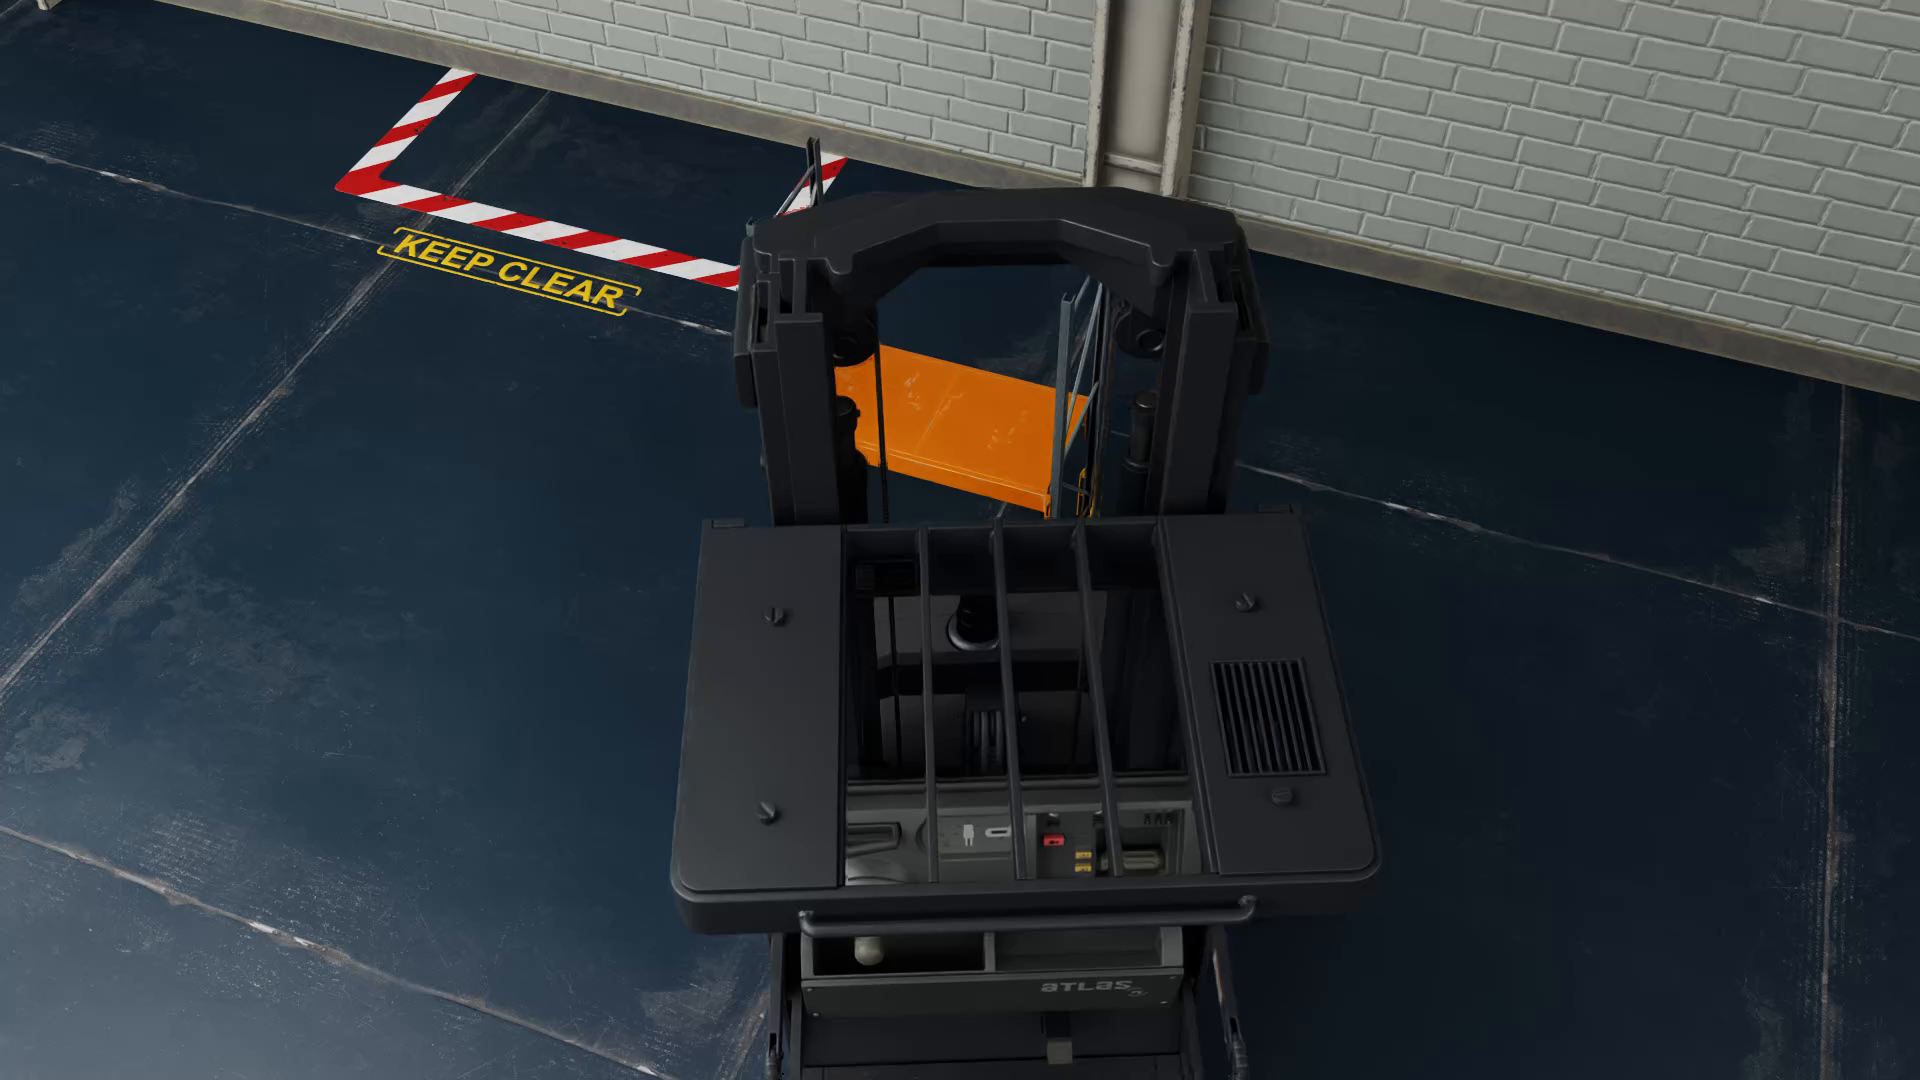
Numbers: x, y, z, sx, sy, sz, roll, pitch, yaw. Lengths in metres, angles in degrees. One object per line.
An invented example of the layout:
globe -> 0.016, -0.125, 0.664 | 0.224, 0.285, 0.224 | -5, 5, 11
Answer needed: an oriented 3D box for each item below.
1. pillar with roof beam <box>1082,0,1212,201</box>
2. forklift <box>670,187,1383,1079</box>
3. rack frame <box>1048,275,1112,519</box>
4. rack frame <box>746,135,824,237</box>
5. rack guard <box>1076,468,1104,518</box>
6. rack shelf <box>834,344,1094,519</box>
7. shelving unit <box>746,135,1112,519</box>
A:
pillar with roof beam -> -0.732, -1.236, 1.366 | 0.400, 9.000, 9.100 | 16, 51, 13
forklift -> 0.089, 0.850, 3.573 | 1.130, 2.935, 3.031 | -2, 49, -1
rack frame -> 0.397, -0.380, 5.587 | 0.032, 1.500, 0.500 | 16, 51, 13
rack frame -> -0.557, -0.647, 5.818 | 0.032, 1.500, 0.500 | 16, 51, 13
rack guard -> 0.396, 0.029, 6.060 | 0.087, 0.250, 0.587 | 16, 51, 13
rack shelf -> -0.080, -0.396, 5.839 | 1.000, 0.185, 0.538 | 16, 51, 13
shelving unit -> -0.072, -0.511, 5.701 | 1.083, 1.500, 0.587 | 16, 51, 13
